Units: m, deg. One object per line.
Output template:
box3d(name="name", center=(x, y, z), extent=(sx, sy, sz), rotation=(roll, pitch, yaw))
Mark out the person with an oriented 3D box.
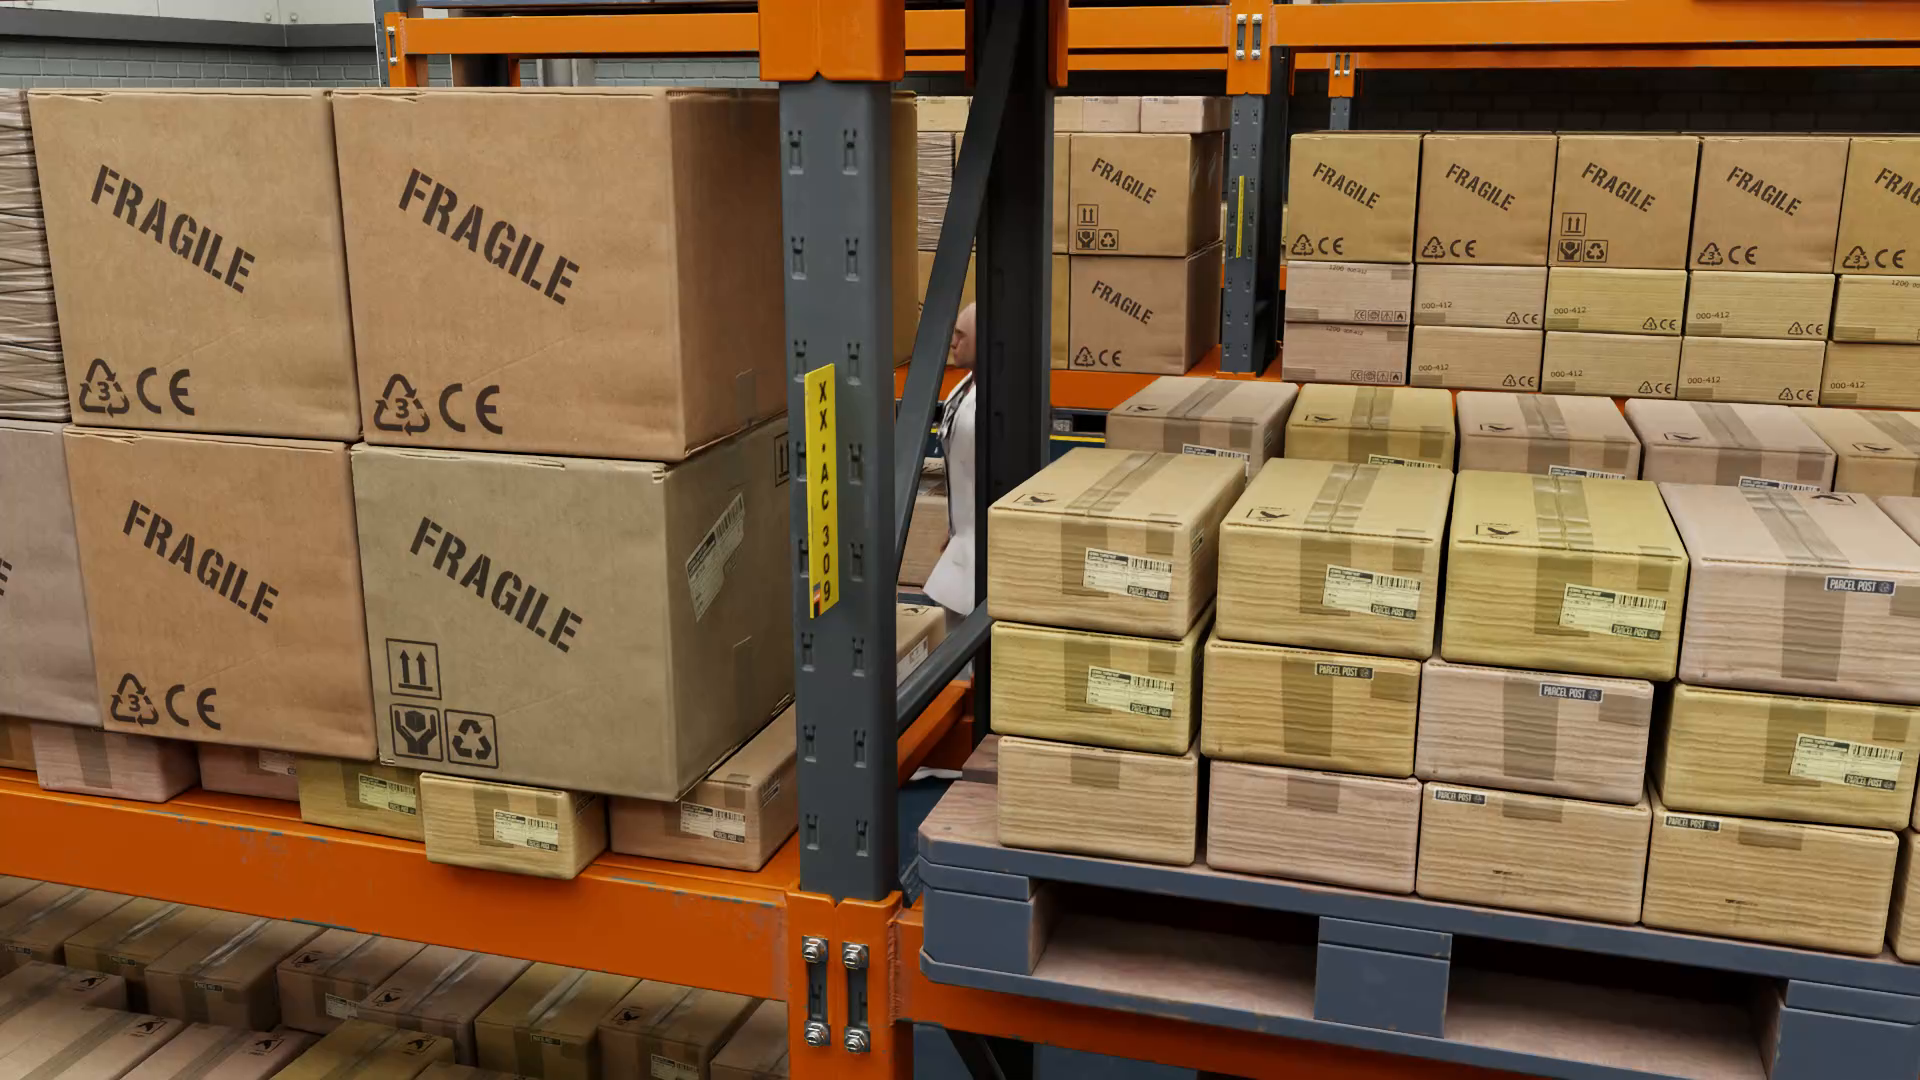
box3d(name="person", center=(0.165, 0.003, 6.022), extent=(1.037, 1.743, 0.604), rotation=(-2, 15, -8))
